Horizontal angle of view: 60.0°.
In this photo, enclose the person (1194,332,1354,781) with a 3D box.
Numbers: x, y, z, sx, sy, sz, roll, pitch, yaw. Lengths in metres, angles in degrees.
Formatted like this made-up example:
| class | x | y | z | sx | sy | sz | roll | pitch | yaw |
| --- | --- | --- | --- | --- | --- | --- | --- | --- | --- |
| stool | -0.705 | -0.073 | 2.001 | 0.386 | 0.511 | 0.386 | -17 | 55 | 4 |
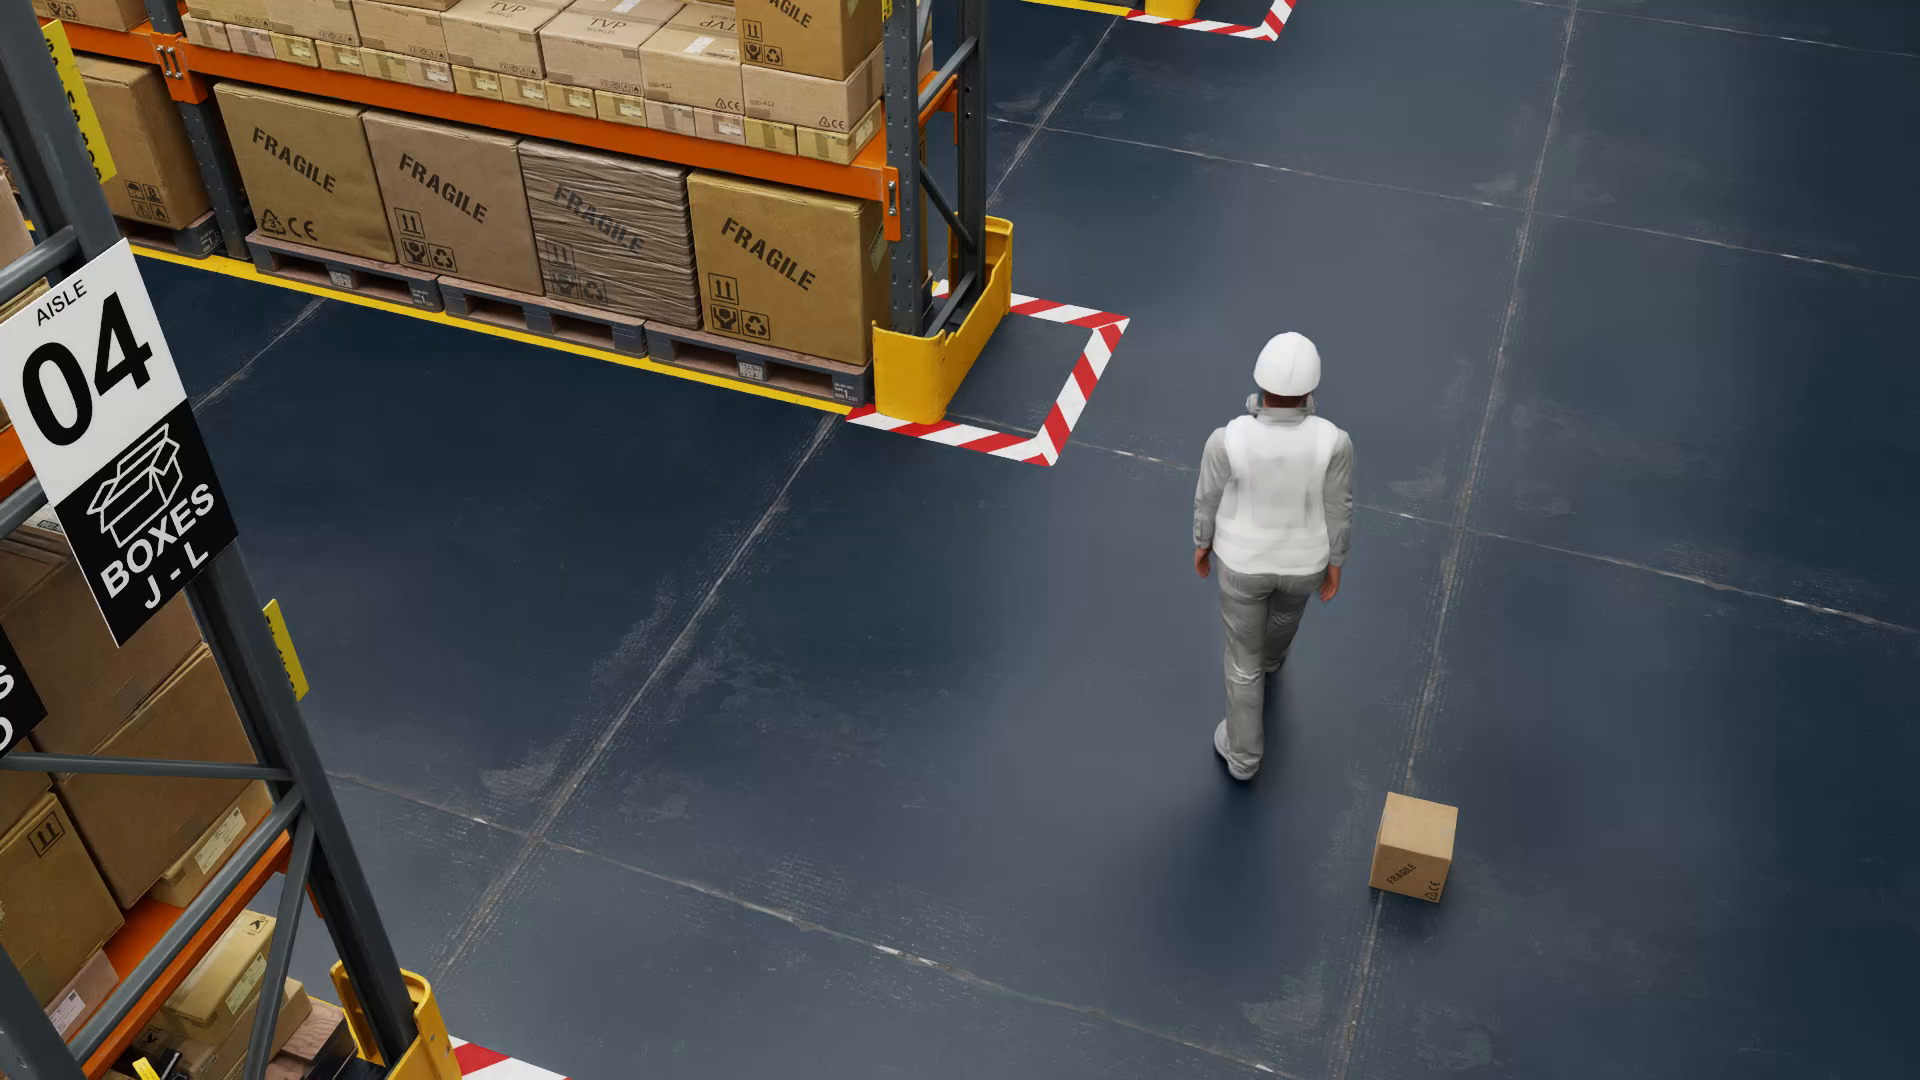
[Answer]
| class | x | y | z | sx | sy | sz | roll | pitch | yaw |
| --- | --- | --- | --- | --- | --- | --- | --- | --- | --- |
| person | 1.122 | 0.013 | 6.131 | 0.553 | 1.741 | 0.890 | 1 | 41 | 1 |
